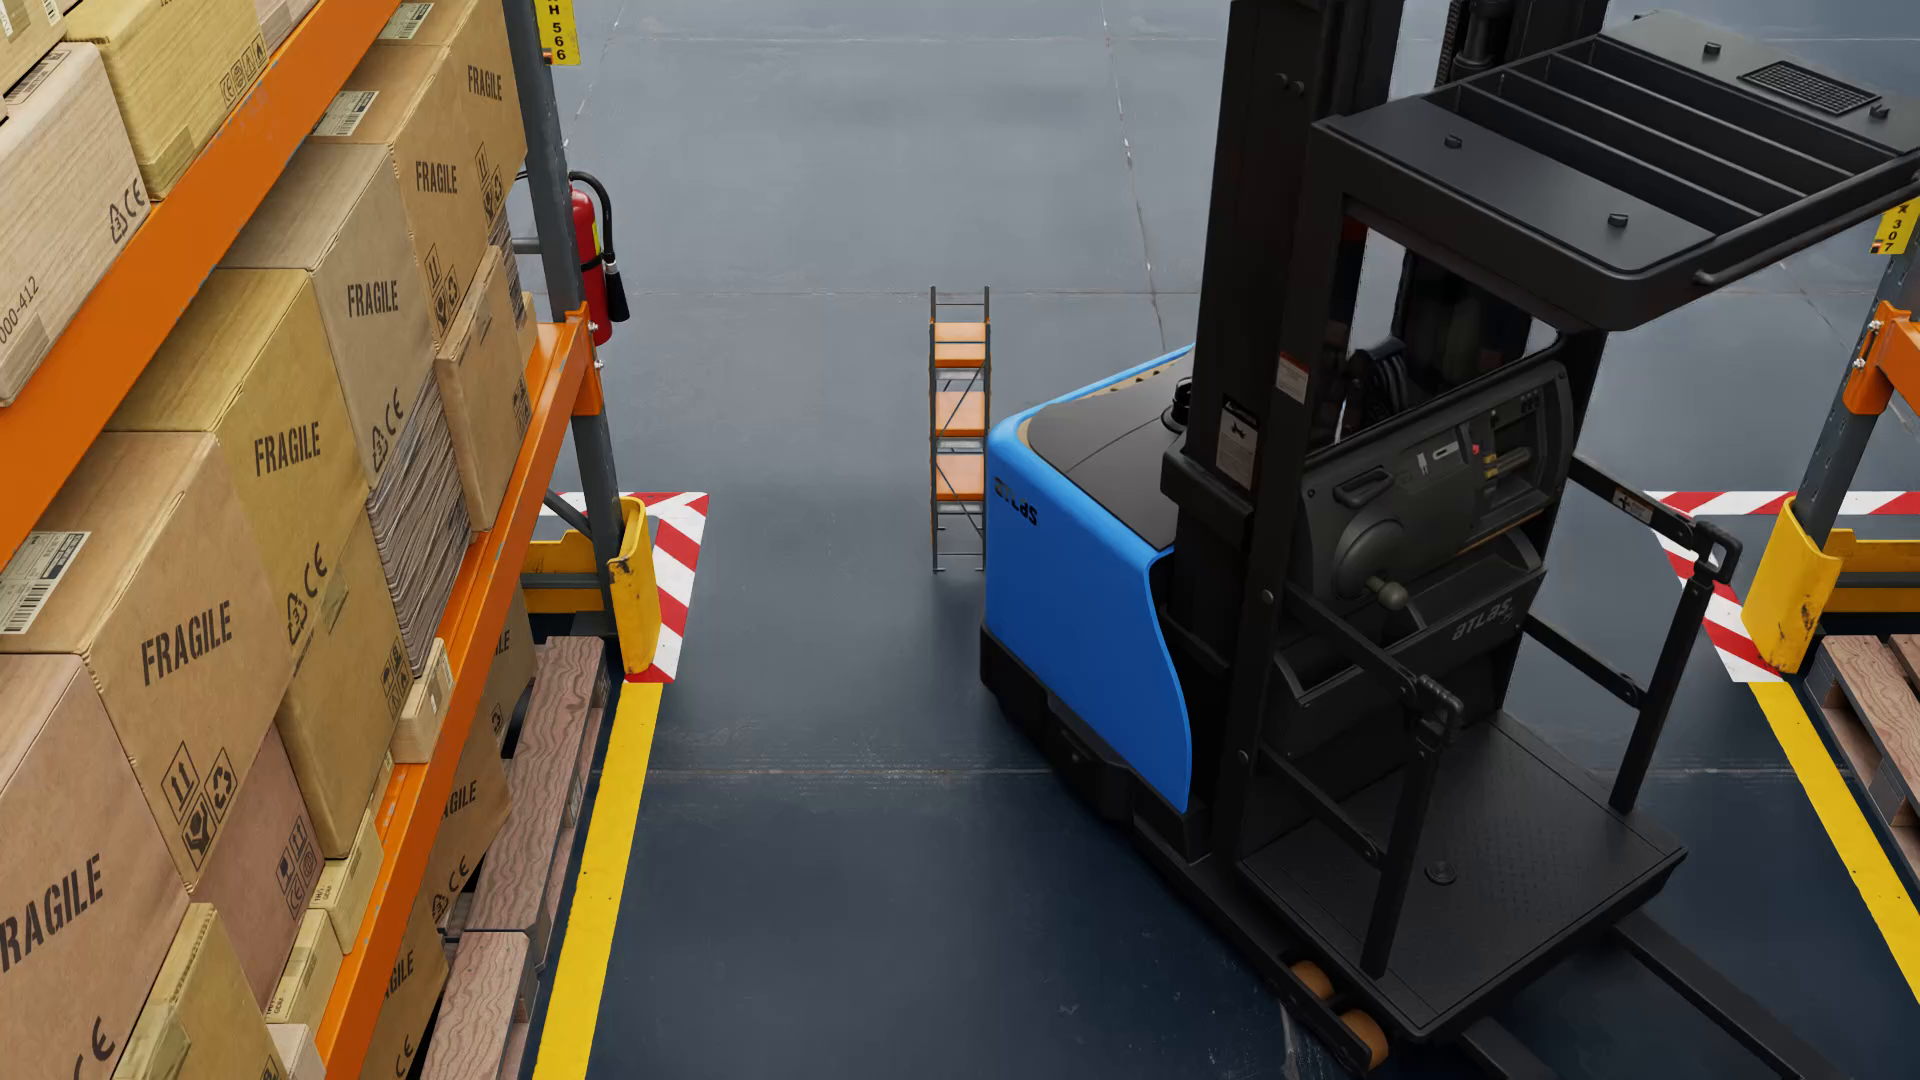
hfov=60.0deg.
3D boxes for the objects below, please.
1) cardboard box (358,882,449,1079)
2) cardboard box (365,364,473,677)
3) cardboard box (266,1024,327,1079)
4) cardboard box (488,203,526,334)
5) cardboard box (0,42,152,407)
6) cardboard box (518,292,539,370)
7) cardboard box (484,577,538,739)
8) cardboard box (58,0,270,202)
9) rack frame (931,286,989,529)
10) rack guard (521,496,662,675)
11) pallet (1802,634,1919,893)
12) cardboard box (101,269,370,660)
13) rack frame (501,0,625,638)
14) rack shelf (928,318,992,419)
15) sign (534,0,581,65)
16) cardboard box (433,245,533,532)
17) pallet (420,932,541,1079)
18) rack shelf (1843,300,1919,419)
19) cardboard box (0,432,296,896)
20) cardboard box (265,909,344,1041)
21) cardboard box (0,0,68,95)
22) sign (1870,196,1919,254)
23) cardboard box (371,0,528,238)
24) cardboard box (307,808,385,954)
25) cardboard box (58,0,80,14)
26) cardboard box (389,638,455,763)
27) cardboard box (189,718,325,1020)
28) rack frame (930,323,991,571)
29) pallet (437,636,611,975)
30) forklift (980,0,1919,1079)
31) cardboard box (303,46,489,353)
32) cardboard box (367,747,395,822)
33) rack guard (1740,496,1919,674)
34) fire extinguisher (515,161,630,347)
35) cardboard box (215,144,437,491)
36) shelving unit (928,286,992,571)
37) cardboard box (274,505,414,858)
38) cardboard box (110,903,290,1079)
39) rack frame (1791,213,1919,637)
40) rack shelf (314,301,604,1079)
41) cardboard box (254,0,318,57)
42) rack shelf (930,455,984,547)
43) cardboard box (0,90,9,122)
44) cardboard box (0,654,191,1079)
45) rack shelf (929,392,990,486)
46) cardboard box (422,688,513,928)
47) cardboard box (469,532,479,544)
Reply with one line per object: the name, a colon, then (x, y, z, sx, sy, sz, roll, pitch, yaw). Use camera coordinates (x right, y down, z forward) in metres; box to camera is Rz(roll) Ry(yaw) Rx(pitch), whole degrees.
cardboard box: (-1.642, 1.101, 4.141, 0.500, 0.500, 0.500, 3, 39, 4)
cardboard box: (-1.592, -0.052, 3.599, 0.875, 0.500, 0.500, 0, 39, 0)
cardboard box: (-1.322, 0.973, 2.838, 0.380, 0.149, 0.250, 0, 39, 0)
cardboard box: (-1.670, -0.678, 4.379, 0.875, 0.500, 0.500, 0, 39, 0)
cardboard box: (-1.378, -0.400, 2.072, 0.500, 0.250, 0.500, -1, 39, -2)
cardboard box: (-1.436, -0.591, 4.789, 0.380, 0.149, 0.250, 0, 39, 0)
cardboard box: (-1.659, 0.335, 5.096, 0.500, 0.500, 0.500, 7, 39, 8)
cardboard box: (-1.387, -0.730, 2.484, 0.500, 0.250, 0.500, -1, 39, -1)
rack frame: (0.000, -0.453, 5.975, 0.200, 1.050, 0.008, 0, 39, 0)
rack guard: (-1.643, 0.156, 5.655, 1.175, 0.500, 0.348, 0, 39, 0)
pallet: (3.353, 0.773, 5.116, 1.003, 0.211, 1.213, 0, 39, 0)
cardboard box: (-1.399, -0.130, 2.896, 0.500, 0.500, 0.500, 0, 39, 0)
rack frame: (-1.643, -0.867, 4.933, 1.000, 3.000, 0.127, 0, 39, 0)
rack shelf: (0.000, -0.589, 5.709, 0.215, 0.259, 0.240, 0, 39, 0)
sign: (-1.088, -1.430, 4.457, 0.100, 0.325, 0.005, 0, 39, 0)
cardboard box: (-1.549, -0.365, 3.989, 0.875, 0.500, 0.500, 0, 39, 0)
pallet: (-1.679, 1.538, 4.162, 1.003, 0.211, 1.213, 0, 39, 0)
rack shelf: (3.312, 0.661, 3.602, 1.077, 0.370, 4.000, 0, 39, 0)
cardboard box: (-1.387, 0.183, 2.506, 0.500, 0.500, 0.500, 0, 39, 0)
cardboard box: (-1.364, 0.816, 3.033, 0.380, 0.149, 0.250, 0, 39, 0)
cardboard box: (-1.370, -0.652, 2.067, 0.380, 0.149, 0.250, -1, 39, -1)
sign: (2.760, -0.981, 4.854, 0.100, 0.325, 0.005, 0, 39, 0)
cardboard box: (-1.395, -1.068, 4.067, 0.500, 0.500, 0.500, 0, 39, 0)
cardboard box: (-1.353, 0.660, 3.229, 0.380, 0.149, 0.250, 0, 39, 0)
cardboard box: (-1.404, -0.813, 2.268, 0.380, 0.149, 0.250, 1, 39, 1)
cardboard box: (-1.329, 0.347, 3.619, 0.380, 0.149, 0.250, 0, 39, 0)
cardboard box: (-1.644, 0.573, 2.819, 0.875, 0.500, 0.500, 0, 39, 0)
rack frame: (0.000, -0.300, 5.785, 0.200, 1.050, 0.008, 0, 39, 0)
pallet: (-1.677, 0.777, 5.112, 1.003, 0.211, 1.213, 0, 39, 0)
forklift: (1.316, -0.063, 3.984, 1.130, 2.935, 3.031, -23, 44, -26)
cardboard box: (-1.389, -0.755, 3.677, 0.500, 0.500, 0.500, 0, 39, 0)
cardboard box: (-1.399, 0.504, 3.424, 0.380, 0.149, 0.250, 0, 39, 0)
rack guard: (3.357, 0.153, 5.660, 1.175, 0.500, 0.348, 0, 39, 0)
fire extinguisher: (-1.182, -0.908, 5.047, 0.296, 0.674, 0.183, 0, 39, 0)
cardboard box: (-1.391, -0.443, 3.287, 0.500, 0.500, 0.500, 0, 39, 0)
shelving unit: (0.000, -0.376, 5.880, 0.215, 1.050, 0.252, 0, 39, 0)
cardboard box: (-1.603, 0.260, 3.209, 0.875, 0.500, 0.500, 0, 39, 0)
cardboard box: (-1.542, 0.886, 2.429, 0.875, 0.500, 0.500, 0, 39, 0)
rack frame: (3.310, -0.870, 4.937, 1.000, 3.000, 0.127, 0, 39, 0)
rack shelf: (-1.641, 0.665, 3.597, 1.077, 0.370, 4.000, 0, 39, 0)
cardboard box: (-1.393, -1.045, 2.876, 0.500, 0.250, 0.500, 1, 39, 1)
rack shelf: (0.000, -0.151, 6.060, 0.215, 0.259, 0.240, 0, 39, 0)
cardboard box: (-1.335, -0.492, 1.868, 0.380, 0.149, 0.250, -1, 39, -1)
cardboard box: (-1.387, 0.495, 2.116, 0.500, 0.500, 0.500, 0, 39, 0)
rack shelf: (0.000, -0.368, 5.887, 0.215, 0.259, 0.240, 0, 39, 0)
cardboard box: (-1.624, 0.709, 4.629, 0.500, 0.500, 0.500, 10, 40, 12)
cardboard box: (-1.400, -0.122, 4.204, 0.380, 0.149, 0.250, 0, 39, 0)
